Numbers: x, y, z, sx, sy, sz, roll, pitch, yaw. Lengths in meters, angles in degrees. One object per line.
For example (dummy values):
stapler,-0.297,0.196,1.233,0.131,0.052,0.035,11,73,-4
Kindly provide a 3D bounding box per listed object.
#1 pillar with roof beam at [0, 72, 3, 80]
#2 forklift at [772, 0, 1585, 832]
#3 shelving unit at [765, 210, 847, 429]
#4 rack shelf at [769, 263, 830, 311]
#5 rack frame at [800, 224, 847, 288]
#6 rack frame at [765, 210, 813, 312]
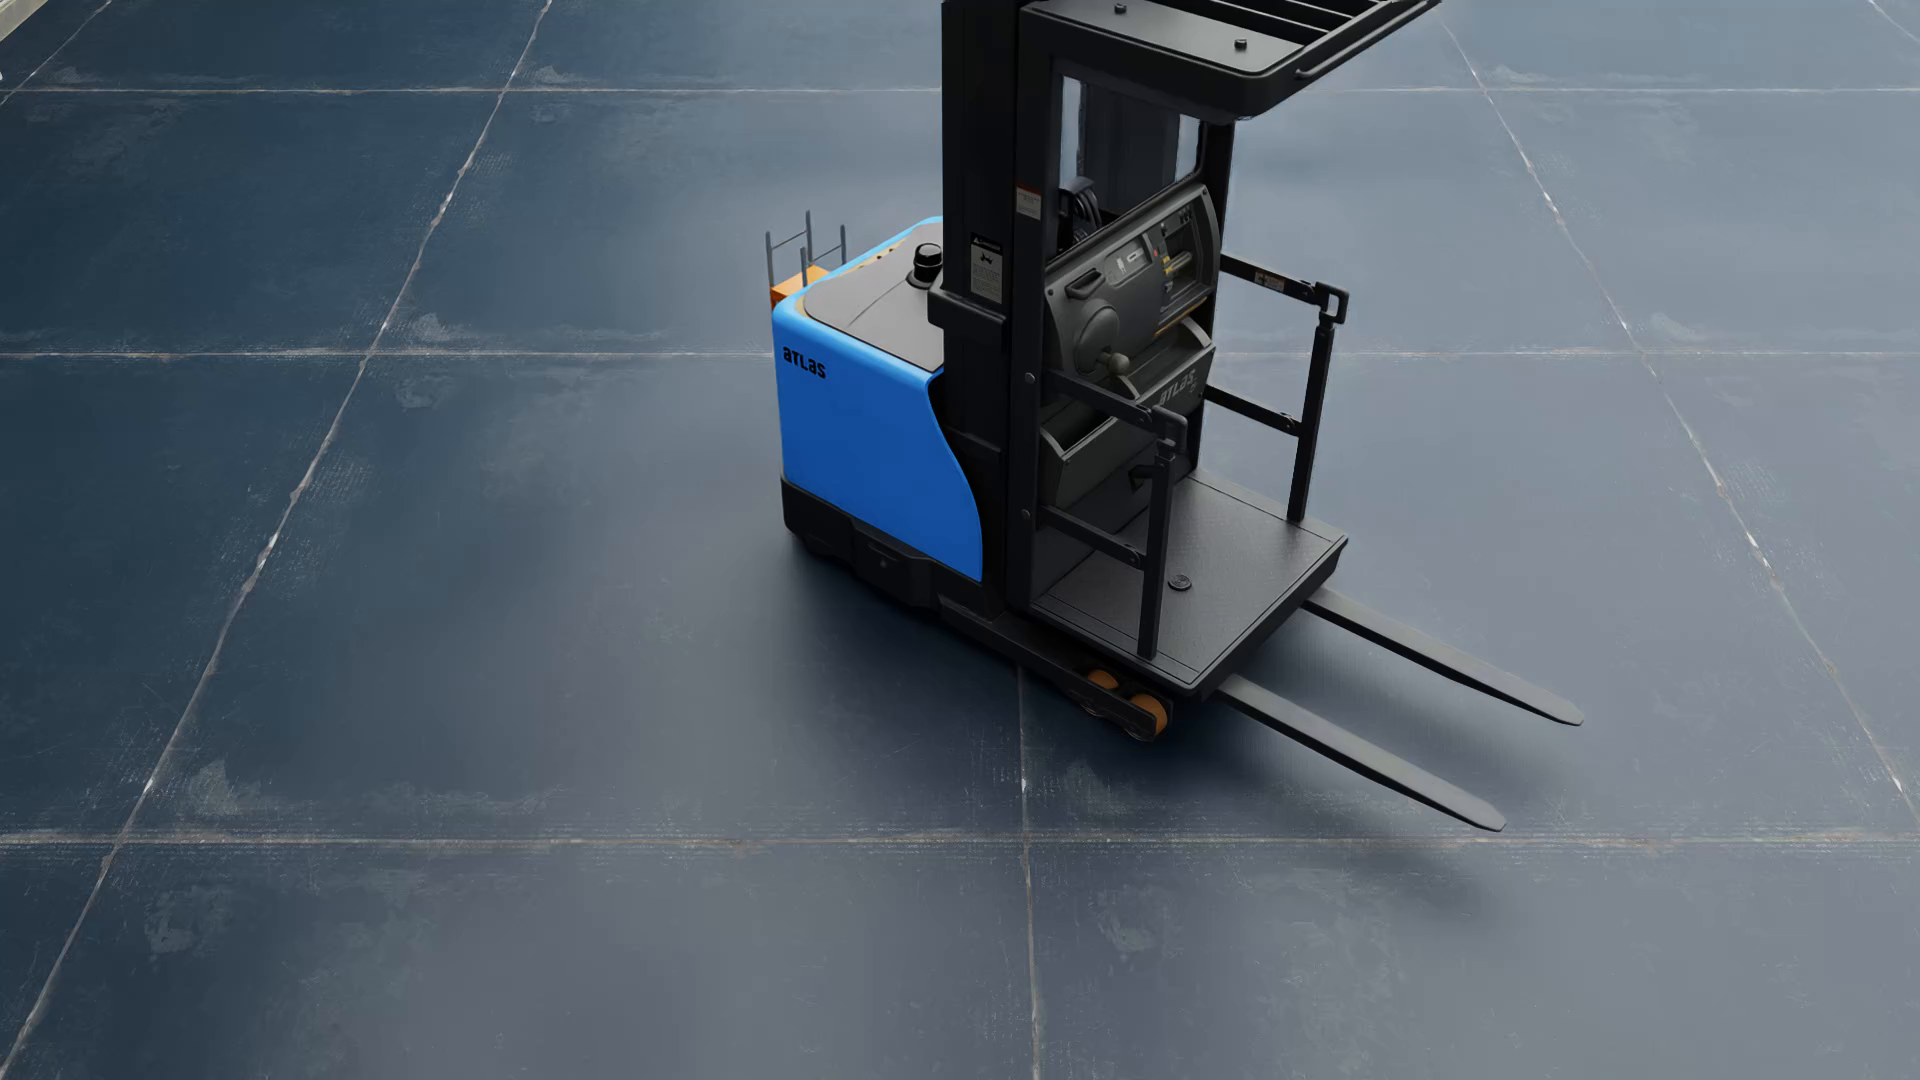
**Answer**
pillar with roof beam,-1.798,-6.266,7.374,9.100,9.000,0.400,0,39,0
forklift,0.746,-0.812,5.420,3.031,2.935,1.130,27,46,30
shelving unit,-0.587,-0.713,6.680,0.189,1.200,0.258,27,46,30
rack shelf,-0.587,-0.960,6.483,0.180,0.103,0.258,27,46,30
rack frame,-0.516,-0.677,6.635,0.006,1.200,0.240,27,46,30
rack frame,-0.658,-0.750,6.726,0.006,1.200,0.240,27,46,30
